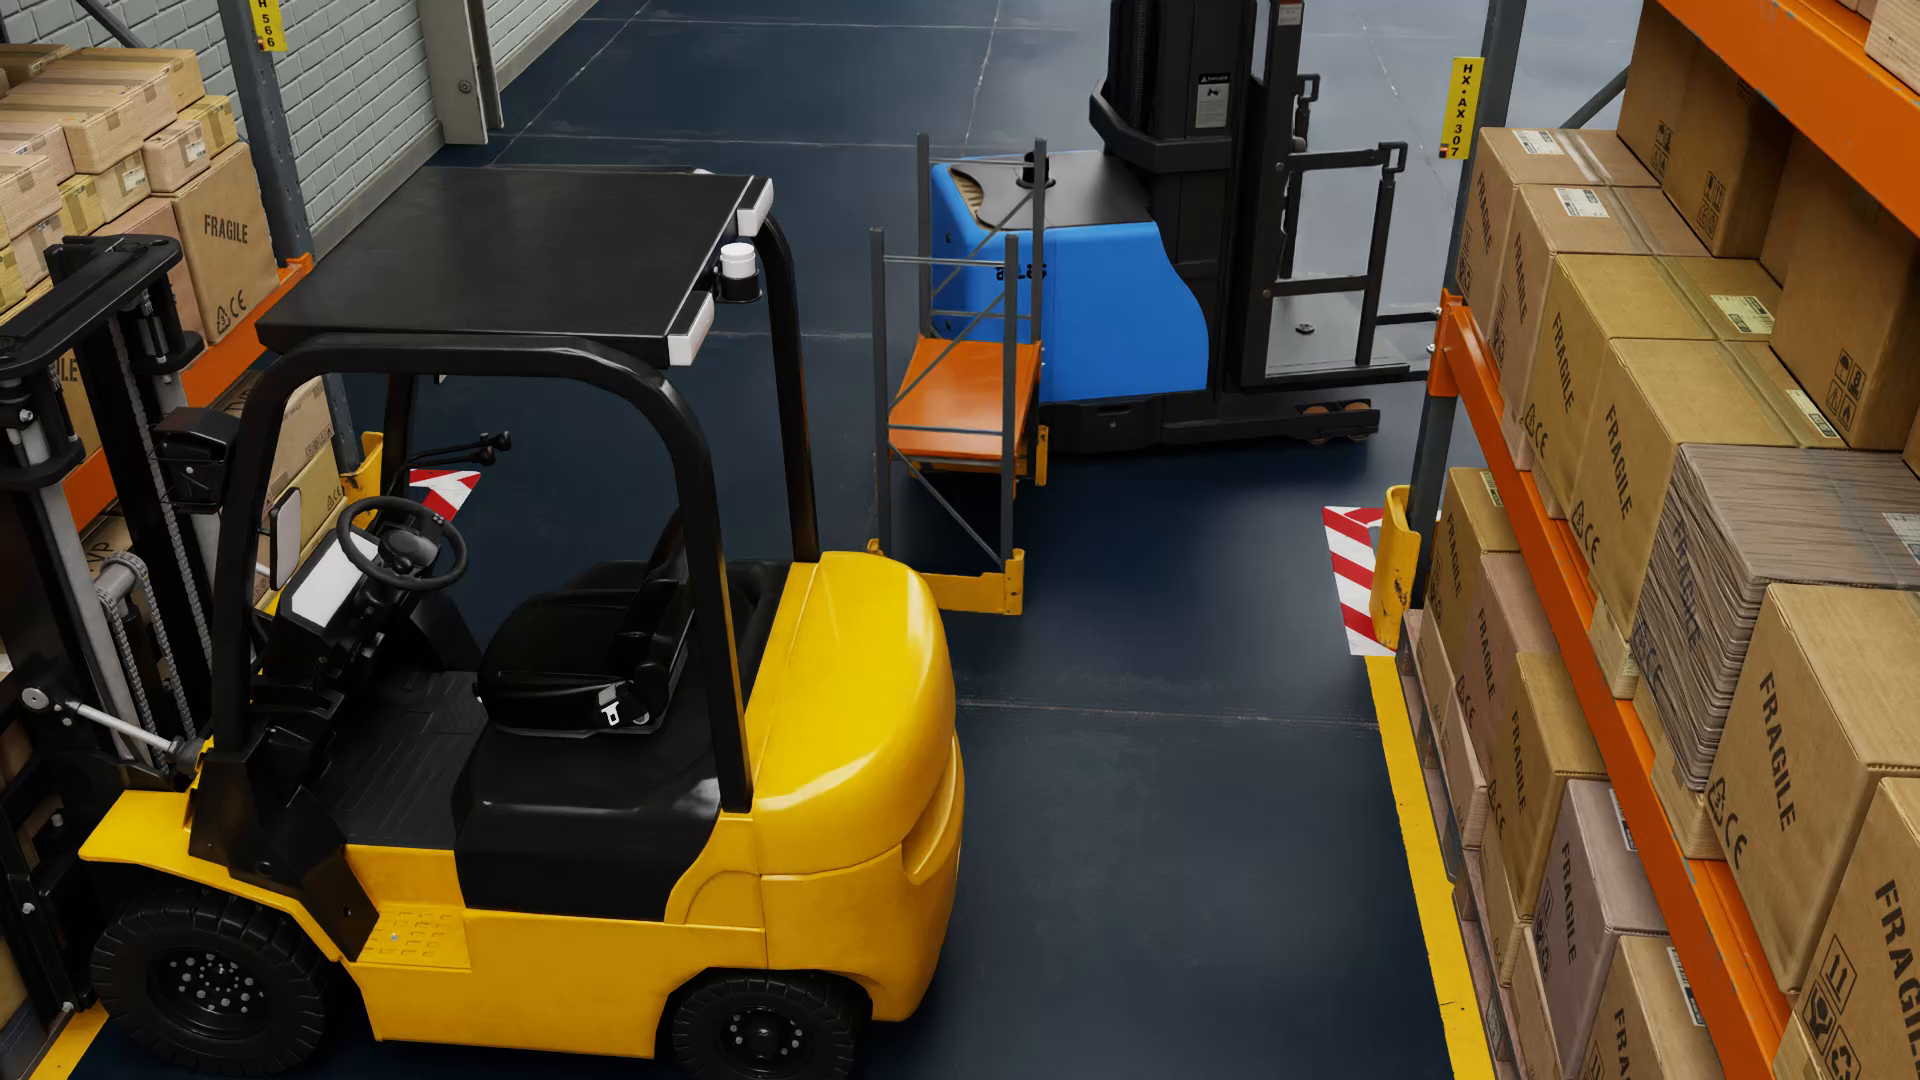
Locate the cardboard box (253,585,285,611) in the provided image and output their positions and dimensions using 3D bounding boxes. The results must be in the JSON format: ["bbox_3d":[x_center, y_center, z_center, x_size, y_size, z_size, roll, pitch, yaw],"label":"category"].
[{"bbox_3d":[-2.582,0.320,5.592,0.500,0.250,0.500,2,32,4],"label":"cardboard box"}]

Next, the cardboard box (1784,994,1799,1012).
[{"bbox_3d":[1.648,0.773,2.876,0.380,0.149,0.250,3,32,4],"label":"cardboard box"}]

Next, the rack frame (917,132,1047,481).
[{"bbox_3d":[0.084,-0.919,6.812,0.500,1.500,0.032,4,32,7],"label":"rack frame"}]

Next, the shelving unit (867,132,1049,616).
[{"bbox_3d":[0.014,-0.650,6.376,0.587,1.500,1.083,4,32,7],"label":"shelving unit"}]

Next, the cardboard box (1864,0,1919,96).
[{"bbox_3d":[1.633,-0.775,2.528,0.380,0.149,0.250,3,32,5],"label":"cardboard box"}]

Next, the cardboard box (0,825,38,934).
[{"bbox_3d":[-2.696,0.914,4.151,0.500,0.250,0.500,2,32,4],"label":"cardboard box"}]

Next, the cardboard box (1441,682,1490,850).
[{"bbox_3d":[1.749,0.688,4.996,0.500,0.250,0.500,4,32,6],"label":"cardboard box"}]

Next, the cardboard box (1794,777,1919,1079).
[{"bbox_3d":[1.602,0.699,2.378,0.500,0.500,0.500,2,32,3],"label":"cardboard box"}]

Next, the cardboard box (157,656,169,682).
[{"bbox_3d":[-2.609,0.389,5.004,0.500,0.250,0.500,2,32,3],"label":"cardboard box"}]

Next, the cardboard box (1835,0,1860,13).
[{"bbox_3d":[1.756,-1.041,2.961,0.380,0.149,0.250,2,32,4],"label":"cardboard box"}]

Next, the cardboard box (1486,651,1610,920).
[{"bbox_3d":[1.709,0.650,4.342,0.500,0.500,0.500,3,32,5],"label":"cardboard box"}]

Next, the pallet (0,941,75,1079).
[{"bbox_3d":[-2.931,1.034,4.871,1.003,0.211,1.213,2,32,4],"label":"pallet"}]

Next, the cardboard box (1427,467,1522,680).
[{"bbox_3d":[1.796,0.114,5.211,0.500,0.500,0.500,1,32,2],"label":"cardboard box"}]

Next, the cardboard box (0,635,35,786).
[{"bbox_3d":[-2.651,0.426,4.468,0.500,0.250,0.500,2,32,3],"label":"cardboard box"}]

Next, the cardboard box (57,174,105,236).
[{"bbox_3d":[-2.662,-0.919,4.669,0.380,0.149,0.250,2,32,4],"label":"cardboard box"}]

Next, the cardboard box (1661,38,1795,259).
[{"bbox_3d":[2.266,-1.035,4.238,0.700,0.500,0.500,3,32,4],"label":"cardboard box"}]

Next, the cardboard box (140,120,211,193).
[{"bbox_3d":[-2.549,-1.181,5.094,0.380,0.149,0.250,3,32,5],"label":"cardboard box"}]

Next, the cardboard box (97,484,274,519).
[{"bbox_3d":[-2.571,-0.103,5.326,0.500,0.250,0.500,3,32,5],"label":"cardboard box"}]

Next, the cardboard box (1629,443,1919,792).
[{"bbox_3d":[1.675,0.158,3.256,0.500,0.500,0.500,3,32,5],"label":"cardboard box"}]

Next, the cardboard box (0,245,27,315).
[{"bbox_3d":[-2.637,-0.644,4.223,0.380,0.149,0.250,3,32,4],"label":"cardboard box"}]

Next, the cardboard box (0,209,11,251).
[{"bbox_3d":[-2.632,-0.768,4.140,0.380,0.149,0.250,3,32,5],"label":"cardboard box"}]

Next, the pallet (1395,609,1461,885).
[{"bbox_3d":[2.032,0.669,5.462,1.003,0.211,1.213,2,32,4],"label":"pallet"}]

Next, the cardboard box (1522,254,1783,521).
[{"bbox_3d":[1.745,-0.377,4.123,0.500,0.500,0.500,2,32,3],"label":"cardboard box"}]

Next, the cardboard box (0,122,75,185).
[{"bbox_3d":[-2.705,-1.045,4.589,0.380,0.149,0.250,3,32,4],"label":"cardboard box"}]

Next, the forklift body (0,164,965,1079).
[{"bbox_3d":[-1.145,0.240,4.310,2.313,2.155,1.214,2,32,4],"label":"forklift body"}]

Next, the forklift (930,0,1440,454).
[{"bbox_3d":[1.420,-1.945,7.112,3.031,2.935,1.130,-6,32,-9],"label":"forklift"}]

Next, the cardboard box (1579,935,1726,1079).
[{"bbox_3d":[1.634,1.197,3.455,0.500,0.500,0.500,3,32,5],"label":"cardboard box"}]

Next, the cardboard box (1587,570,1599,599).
[{"bbox_3d":[1.730,0.108,3.956,0.380,0.149,0.250,2,32,3],"label":"cardboard box"}]

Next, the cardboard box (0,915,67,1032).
[{"bbox_3d":[-2.712,1.118,4.297,0.500,0.250,0.500,3,32,5],"label":"cardboard box"}]

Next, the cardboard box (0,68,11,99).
[{"bbox_3d":[-3.133,-1.333,5.057,0.380,0.149,0.250,4,32,6],"label":"cardboard box"}]

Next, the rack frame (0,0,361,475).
[{"bbox_3d":[-2.808,-1.191,5.823,1.000,3.000,0.127,2,32,4],"label":"rack frame"}]

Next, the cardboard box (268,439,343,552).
[{"bbox_3d":[-2.536,-0.144,5.868,0.500,0.250,0.500,2,32,3],"label":"cardboard box"}]

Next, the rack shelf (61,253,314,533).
[{"bbox_3d":[-2.971,0.161,4.315,1.077,0.370,4.000,2,32,4],"label":"rack shelf"}]

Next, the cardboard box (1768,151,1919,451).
[{"bbox_3d":[2.148,-0.509,3.385,0.700,0.500,0.500,2,32,4],"label":"cardboard box"}]

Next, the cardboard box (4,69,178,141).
[{"bbox_3d":[-2.617,-1.309,5.019,0.380,0.149,0.250,3,32,4],"label":"cardboard box"}]

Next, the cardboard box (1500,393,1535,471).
[{"bbox_3d":[1.730,-0.306,4.627,0.380,0.149,0.250,3,32,5],"label":"cardboard box"}]

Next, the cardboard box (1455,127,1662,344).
[{"bbox_3d":[1.824,-0.914,4.995,0.500,0.500,0.500,2,32,3],"label":"cardboard box"}]

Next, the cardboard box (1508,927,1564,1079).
[{"bbox_3d":[1.673,1.238,4.103,0.500,0.250,0.500,3,32,5],"label":"cardboard box"}]

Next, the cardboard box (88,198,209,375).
[{"bbox_3d":[-2.638,-0.694,4.922,0.500,0.500,0.500,3,32,6],"label":"cardboard box"}]

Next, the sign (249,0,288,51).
[{"bbox_3d":[-2.269,-1.754,5.408,0.100,0.325,0.005,2,32,4],"label":"sign"}]

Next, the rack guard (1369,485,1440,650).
[{"bbox_3d":[2.133,0.123,6.074,1.175,0.500,0.348,2,32,4],"label":"rack guard"}]

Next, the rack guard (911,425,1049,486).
[{"bbox_3d":[0.081,-0.377,7.124,0.587,0.250,0.087,4,32,7],"label":"rack guard"}]

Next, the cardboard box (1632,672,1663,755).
[{"bbox_3d":[1.666,0.373,3.525,0.380,0.149,0.250,2,32,3],"label":"cardboard box"}]
